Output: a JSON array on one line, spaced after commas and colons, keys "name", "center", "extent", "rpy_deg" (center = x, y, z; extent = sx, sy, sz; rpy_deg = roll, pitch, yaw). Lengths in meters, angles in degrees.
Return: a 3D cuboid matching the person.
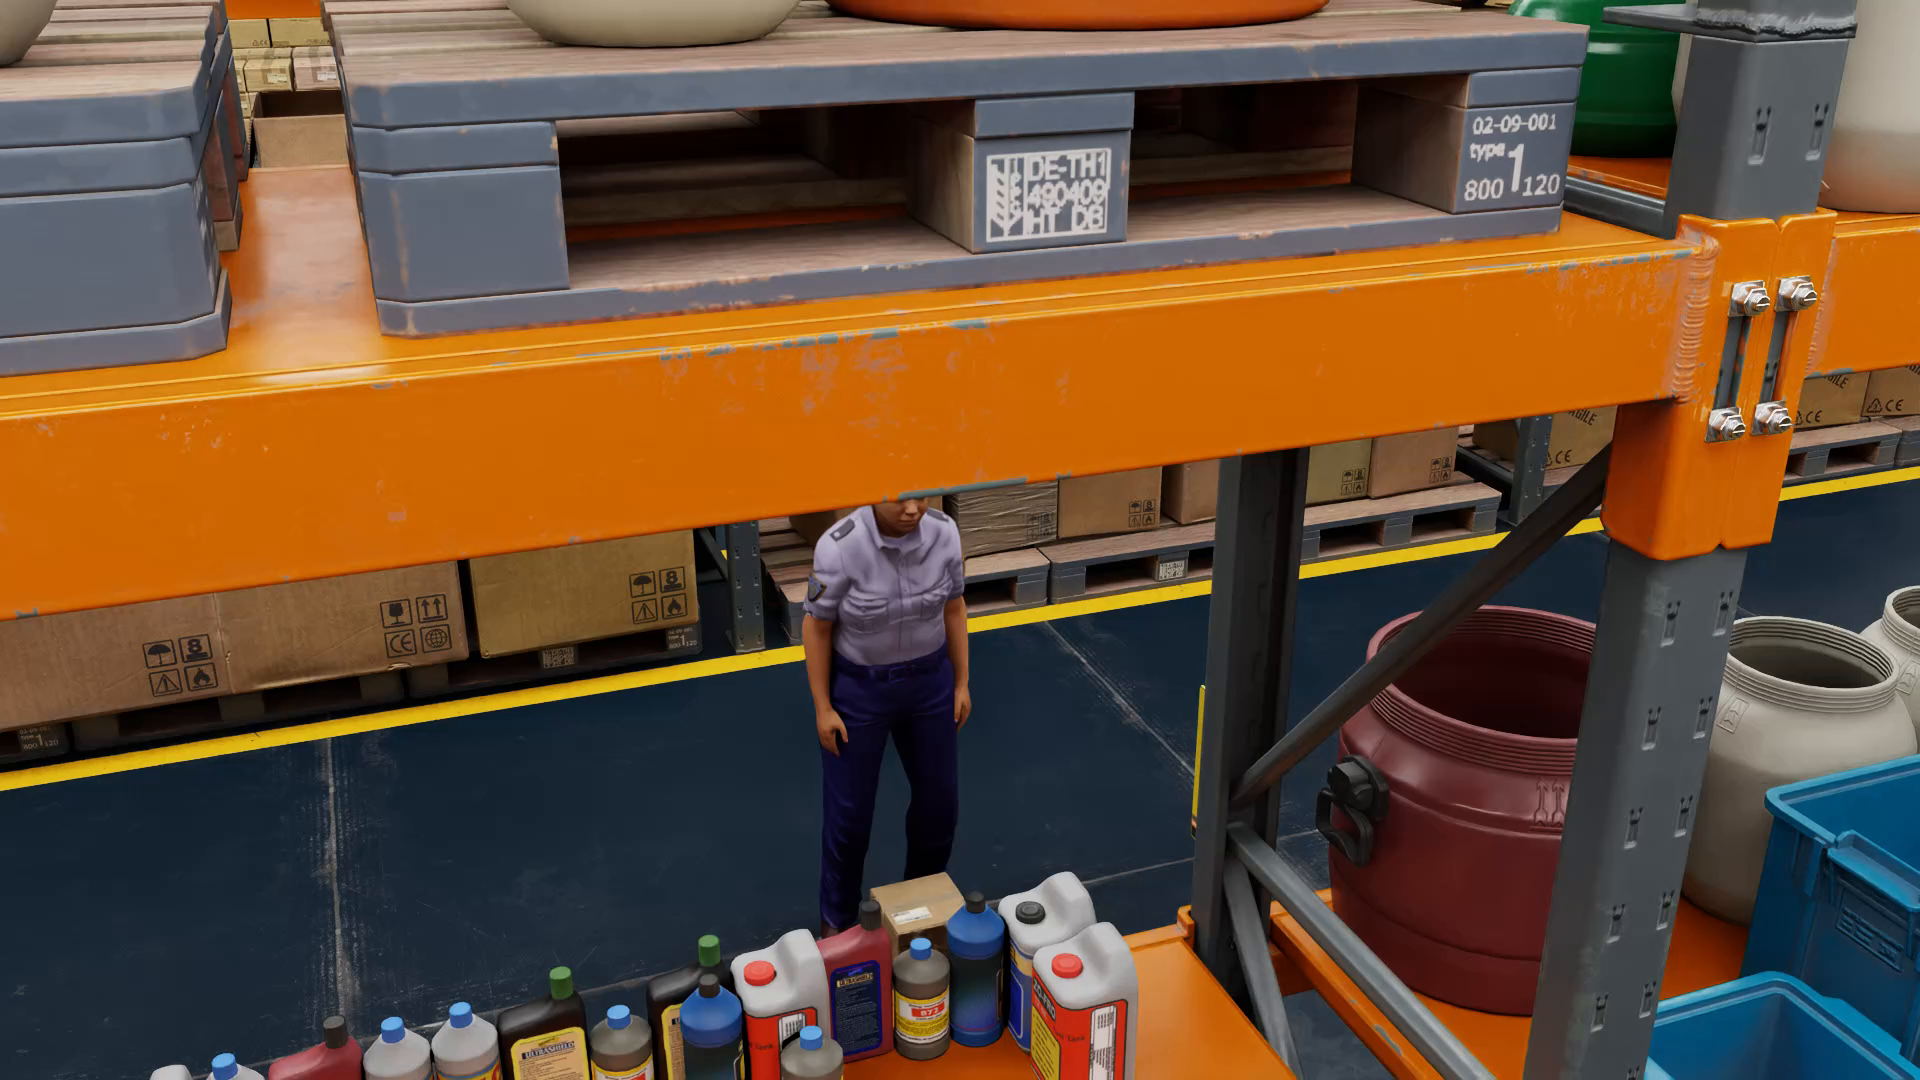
[{"name": "person", "center": [-0.215, 0.476, 4.964], "extent": [0.538, 1.652, 0.374], "rpy_deg": [-9, 24, -21]}]
